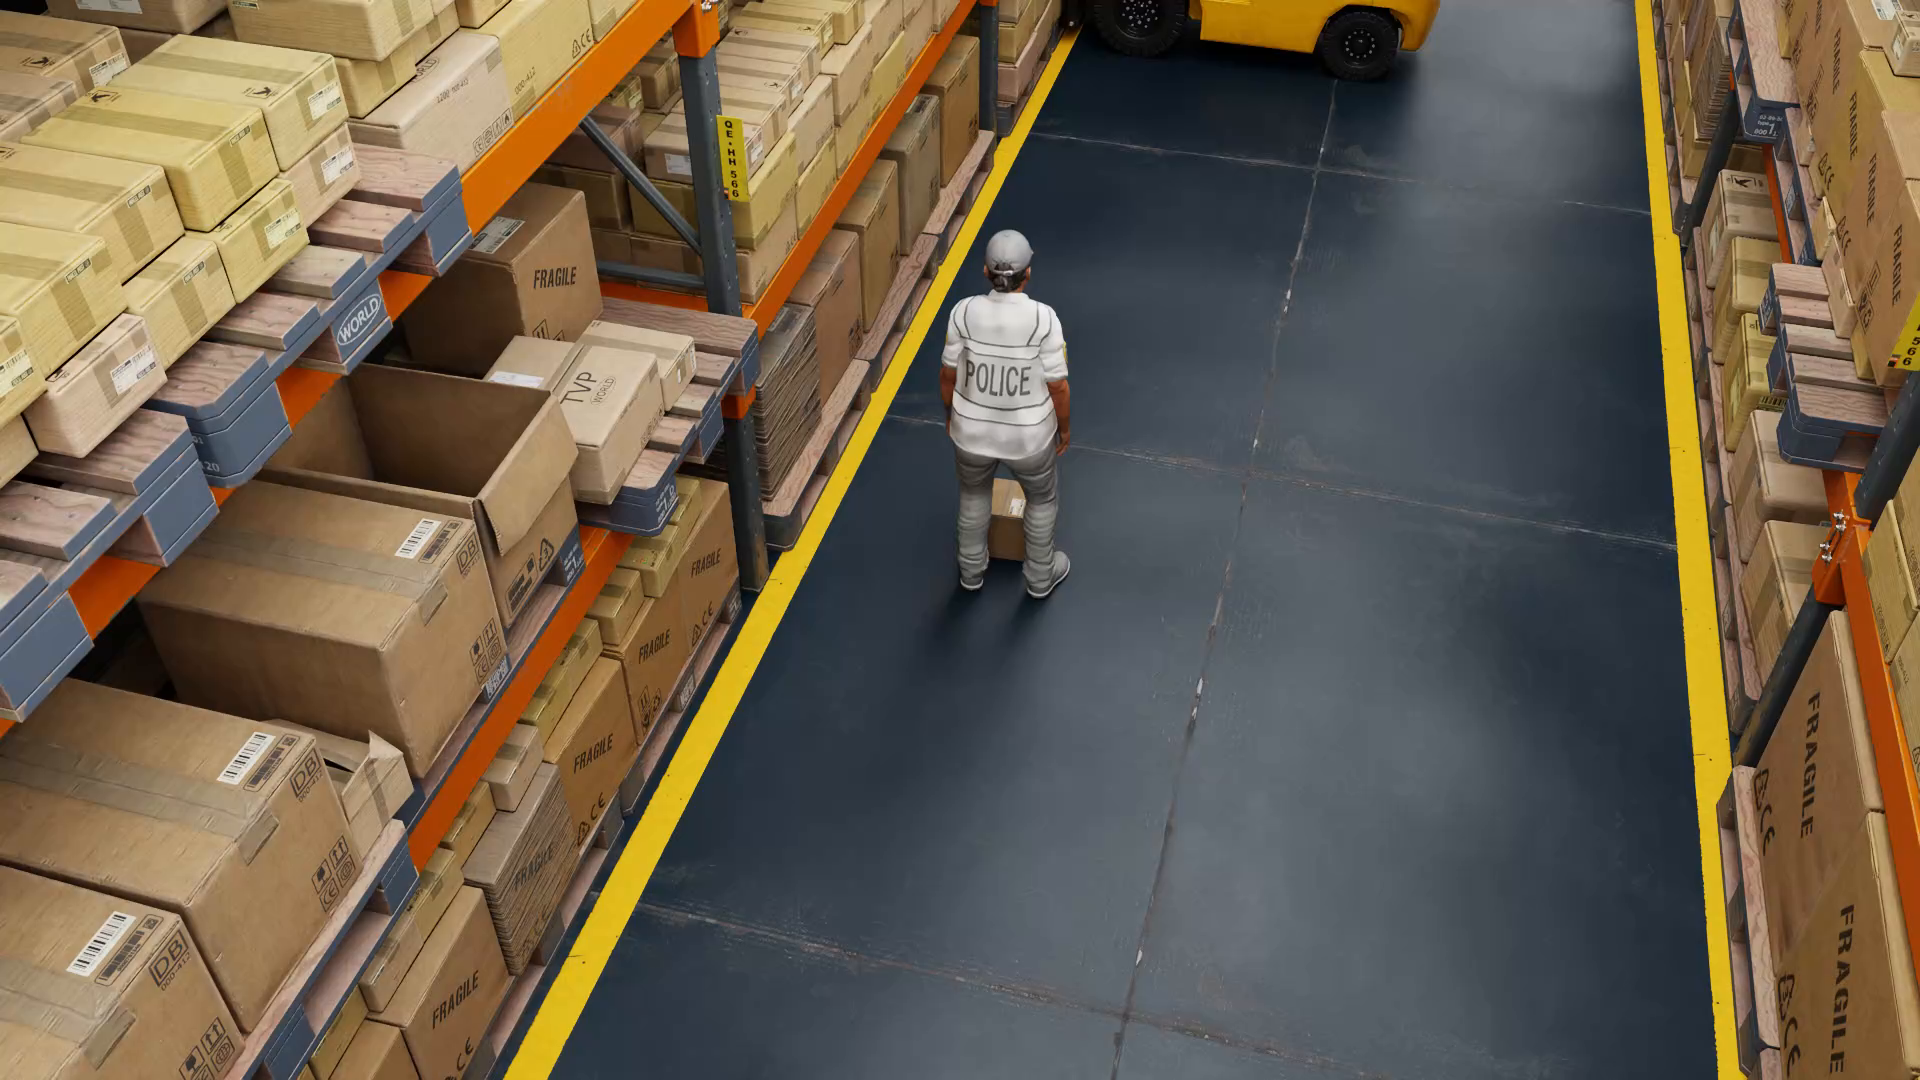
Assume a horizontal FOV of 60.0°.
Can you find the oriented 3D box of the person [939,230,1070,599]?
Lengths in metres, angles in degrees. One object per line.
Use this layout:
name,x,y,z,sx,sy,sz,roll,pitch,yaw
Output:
person,0.194,-0.469,6.688,0.538,1.665,0.470,9,42,10
